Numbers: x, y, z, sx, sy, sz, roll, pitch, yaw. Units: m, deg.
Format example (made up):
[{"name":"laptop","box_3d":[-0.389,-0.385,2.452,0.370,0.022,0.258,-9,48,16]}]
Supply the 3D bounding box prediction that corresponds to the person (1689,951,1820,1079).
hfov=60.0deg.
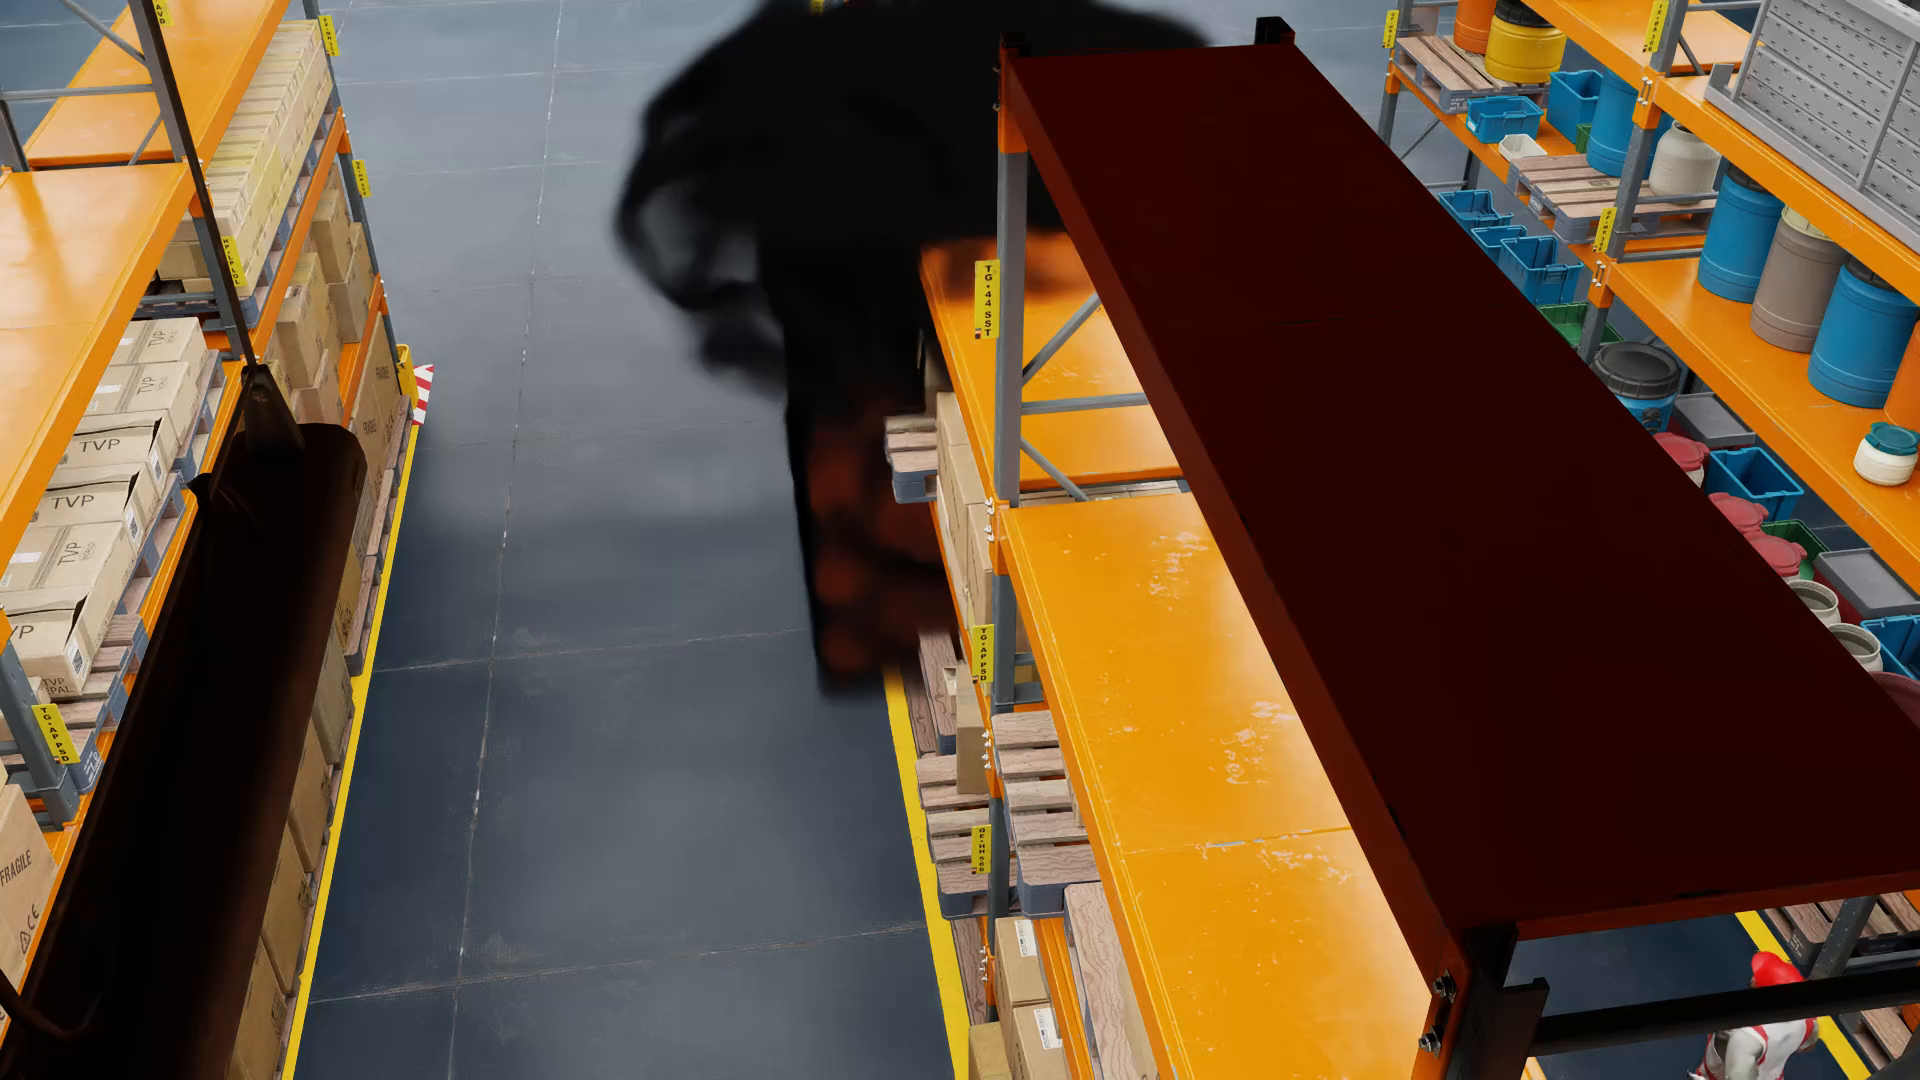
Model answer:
[{"name":"person","box_3d":[3.673,2.647,7.898,0.662,1.821,0.835,-12,38,-15]}]
